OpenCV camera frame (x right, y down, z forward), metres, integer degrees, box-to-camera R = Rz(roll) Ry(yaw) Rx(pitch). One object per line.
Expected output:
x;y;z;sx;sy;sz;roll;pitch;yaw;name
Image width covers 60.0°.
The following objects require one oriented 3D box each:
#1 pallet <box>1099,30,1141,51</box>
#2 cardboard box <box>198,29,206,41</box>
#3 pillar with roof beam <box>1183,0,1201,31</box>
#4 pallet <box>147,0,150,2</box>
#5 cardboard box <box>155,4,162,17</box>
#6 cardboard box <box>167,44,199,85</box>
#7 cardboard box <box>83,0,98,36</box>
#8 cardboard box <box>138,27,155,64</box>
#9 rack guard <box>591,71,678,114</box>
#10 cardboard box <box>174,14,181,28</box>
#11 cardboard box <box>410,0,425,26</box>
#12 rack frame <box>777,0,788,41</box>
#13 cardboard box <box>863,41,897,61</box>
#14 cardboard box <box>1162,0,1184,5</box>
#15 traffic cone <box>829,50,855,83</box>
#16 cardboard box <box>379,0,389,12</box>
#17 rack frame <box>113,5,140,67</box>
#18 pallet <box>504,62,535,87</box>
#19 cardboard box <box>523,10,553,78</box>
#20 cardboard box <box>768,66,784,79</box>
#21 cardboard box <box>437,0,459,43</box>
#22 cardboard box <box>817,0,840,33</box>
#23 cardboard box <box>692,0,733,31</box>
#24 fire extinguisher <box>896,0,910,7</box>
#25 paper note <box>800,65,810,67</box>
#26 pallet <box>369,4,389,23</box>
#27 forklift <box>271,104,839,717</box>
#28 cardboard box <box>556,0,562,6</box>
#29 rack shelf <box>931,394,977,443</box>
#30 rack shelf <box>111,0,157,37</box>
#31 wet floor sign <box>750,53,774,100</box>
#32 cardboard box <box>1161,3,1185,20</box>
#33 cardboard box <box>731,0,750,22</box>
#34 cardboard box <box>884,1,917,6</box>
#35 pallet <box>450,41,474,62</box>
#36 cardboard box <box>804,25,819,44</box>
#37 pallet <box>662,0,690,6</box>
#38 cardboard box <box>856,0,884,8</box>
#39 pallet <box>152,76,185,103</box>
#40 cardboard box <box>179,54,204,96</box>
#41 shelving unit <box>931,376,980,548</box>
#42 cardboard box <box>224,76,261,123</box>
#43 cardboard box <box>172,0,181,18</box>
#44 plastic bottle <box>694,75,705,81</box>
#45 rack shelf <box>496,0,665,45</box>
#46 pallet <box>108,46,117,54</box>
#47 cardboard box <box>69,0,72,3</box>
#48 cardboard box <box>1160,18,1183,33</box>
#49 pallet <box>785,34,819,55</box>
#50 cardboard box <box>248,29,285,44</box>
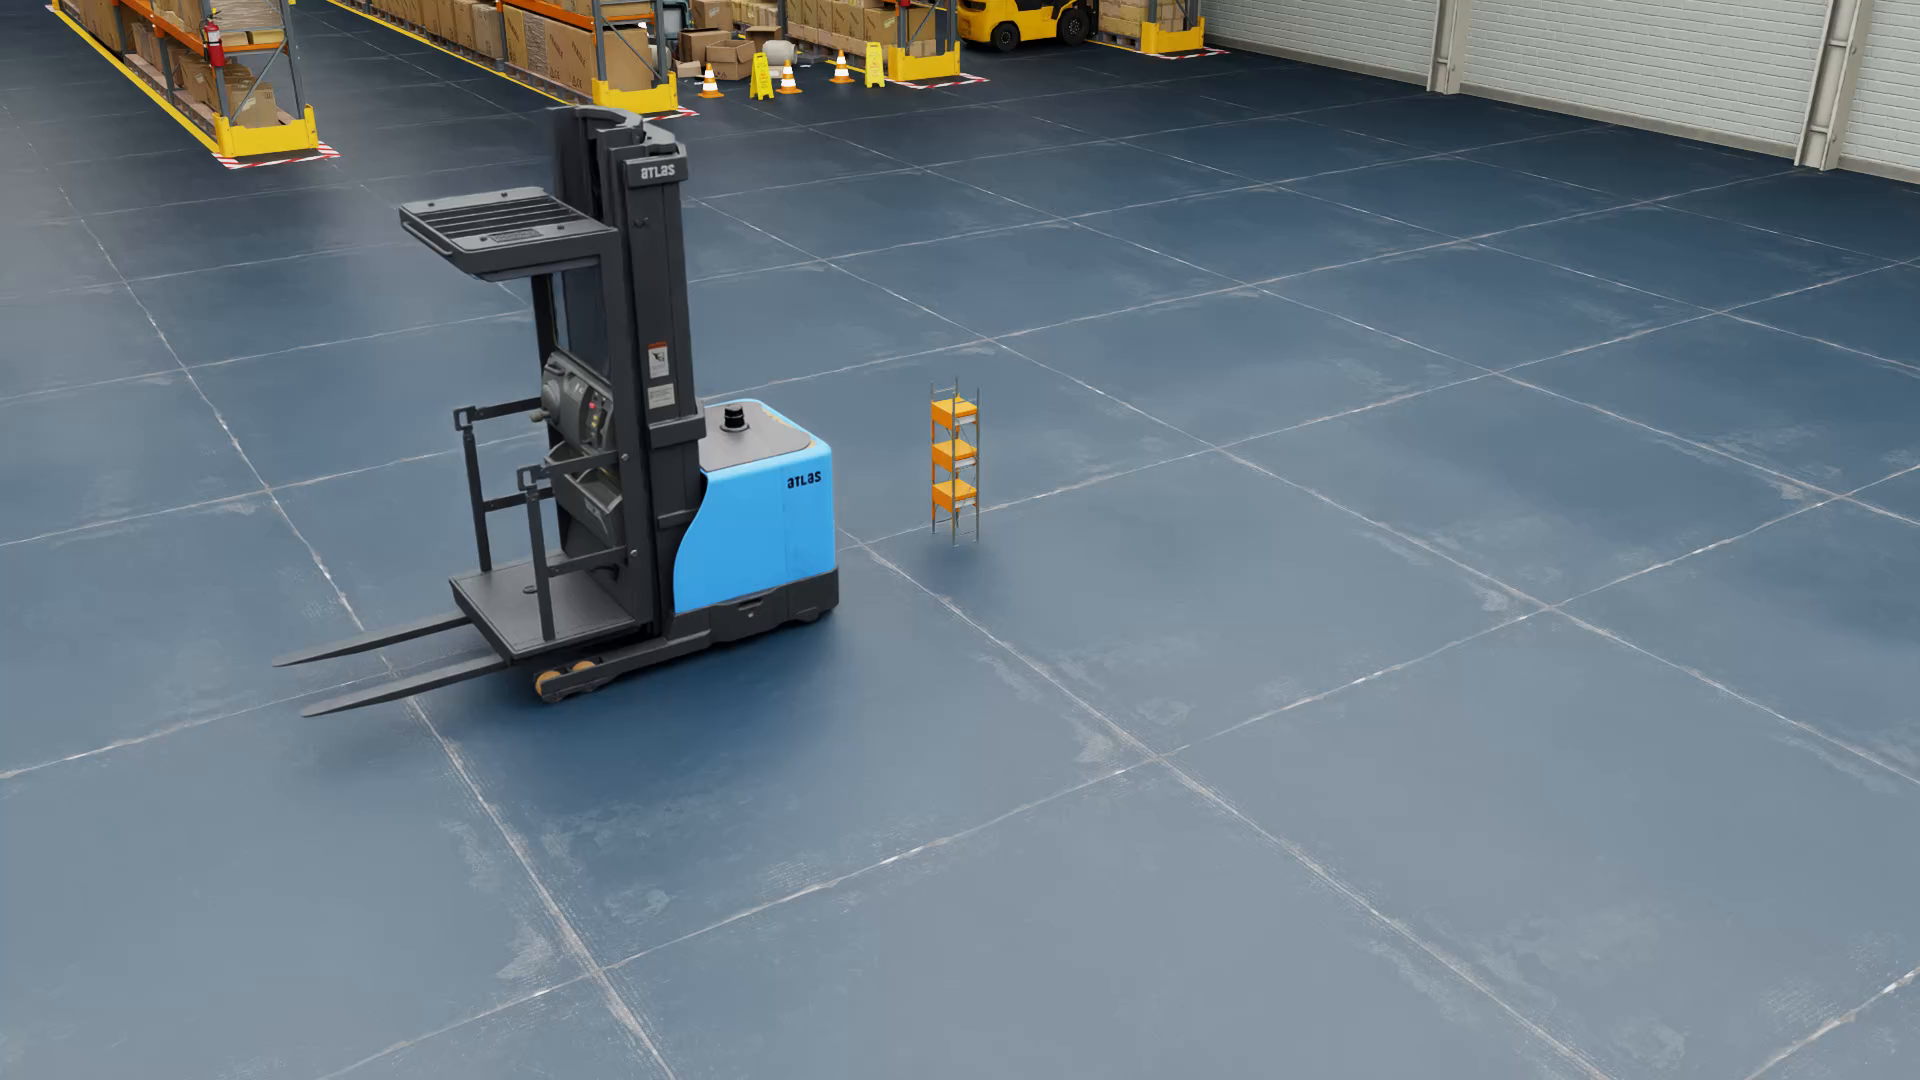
3.185;-8.808;29.162;1.003;0.211;1.213;-16;29;-30;pallet
-9.467;-6.445;21.184;0.380;0.149;0.250;-16;29;-30;cardboard box
0.405;-11.974;25.574;9.100;9.000;0.400;-16;29;-30;pillar with roof beam
-11.302;-7.989;24.385;1.003;0.211;1.213;-16;29;-30;pallet
-11.015;-7.416;23.239;0.380;0.149;0.250;-16;29;-30;cardboard box
-11.324;-7.062;24.608;0.700;0.500;0.500;-18;31;-33;cardboard box
-14.519;-9.316;28.967;1.225;0.875;0.875;-17;30;-31;cardboard box
-12.494;-7.838;26.252;0.700;0.500;0.500;-18;31;-34;cardboard box
-4.599;-6.319;23.550;1.175;0.500;0.348;-16;29;-30;rack guard
-10.311;-6.975;22.305;0.380;0.149;0.250;-16;29;-30;cardboard box
-9.557;-9.553;29.909;0.500;0.500;0.500;-16;29;-30;cardboard box
-2.703;-10.078;28.585;1.000;3.000;0.127;-16;29;-30;rack frame
-1.200;-7.829;26.550;0.500;0.250;0.500;-16;29;-30;cardboard box
3.533;-9.420;28.749;0.500;0.250;0.500;-16;30;-30;cardboard box
-1.835;-7.353;25.785;0.336;0.463;0.334;-16;29;-30;traffic cone
-10.691;-10.294;31.479;0.500;0.500;0.500;-14;29;-27;cardboard box
-13.190;-9.199;26.724;1.000;3.000;0.127;-16;29;-30;rack frame
-6.446;-7.337;26.045;1.003;0.211;1.213;-16;29;-30;pallet
-6.016;-7.555;25.237;0.875;0.875;0.875;-15;29;-29;cardboard box
-2.927;-7.356;26.158;0.380;0.149;0.250;-1;25;-3;cardboard box
-8.242;-8.941;28.320;1.050;0.750;0.750;-15;29;-29;cardboard box
-2.024;-8.715;27.548;0.500;0.500;0.500;-14;29;-27;cardboard box
-4.178;-8.865;28.056;0.500;0.500;0.500;-16;29;-30;cardboard box
-0.843;-8.464;25.257;0.296;0.674;0.183;-16;29;-30;fire extinguisher
-2.513;-7.724;27.076;0.148;0.019;0.142;18;31;33;paper note
-10.736;-10.211;32.132;1.003;0.211;1.213;-16;29;-30;pallet
-2.224;-0.712;8.825;3.031;2.935;1.130;-16;29;-30;forklift
-5.371;-8.069;24.153;0.875;0.550;0.550;-16;29;-30;cardboard box
-0.029;-0.741;10.450;0.215;0.259;0.240;-16;29;-30;rack shelf
-12.098;-8.159;25.362;1.077;0.370;4.000;-16;29;-30;rack shelf
-2.937;-6.844;24.492;0.267;0.644;0.232;-22;33;-38;wet floor sign
3.554;-9.195;28.857;0.500;0.250;0.500;-15;29;-29;cardboard box
-3.768;-9.771;30.522;0.950;0.372;0.625;-14;29;-28;cardboard box
-1.031;-8.480;27.051;0.500;0.500;0.500;-17;30;-31;cardboard box
-7.950;-8.323;28.133;1.003;0.211;1.213;-16;29;-30;pallet
-2.307;-8.562;28.103;0.500;0.250;0.500;-14;29;-27;cardboard box
-5.254;-10.547;32.846;1.003;0.211;1.213;-16;29;-30;pallet
-1.432;-8.568;26.476;0.380;0.149;0.250;-15;29;-28;cardboard box
-11.433;-6.786;24.877;1.003;0.211;1.213;-16;29;-30;pallet
-10.822;-6.676;23.814;0.500;0.500;0.500;-17;30;-31;cardboard box
-0.029;-0.494;10.566;0.215;1.050;0.252;-16;29;-30;shelving unit
-9.505;-5.831;22.024;0.500;0.500;0.500;-8;26;-16;cardboard box
-9.973;-7.242;22.112;0.875;0.500;0.500;-16;29;-30;cardboard box
-4.053;-7.219;25.970;0.283;0.061;0.133;18;31;33;plastic bottle
-5.704;-7.848;24.703;1.077;0.370;4.000;-16;29;-30;rack shelf
-14.219;-8.674;28.877;1.003;0.211;1.213;-16;29;-30;pallet
-17.141;-11.080;32.703;0.875;0.875;0.875;-16;29;-30;cardboard box
3.533;-8.973;28.974;0.500;0.250;0.500;-15;29;-29;cardboard box
-2.307;-8.585;28.689;1.003;0.211;1.213;-16;29;-30;pallet
-8.779;-6.382;21.049;0.380;0.149;0.250;-16;29;-30;cardboard box
